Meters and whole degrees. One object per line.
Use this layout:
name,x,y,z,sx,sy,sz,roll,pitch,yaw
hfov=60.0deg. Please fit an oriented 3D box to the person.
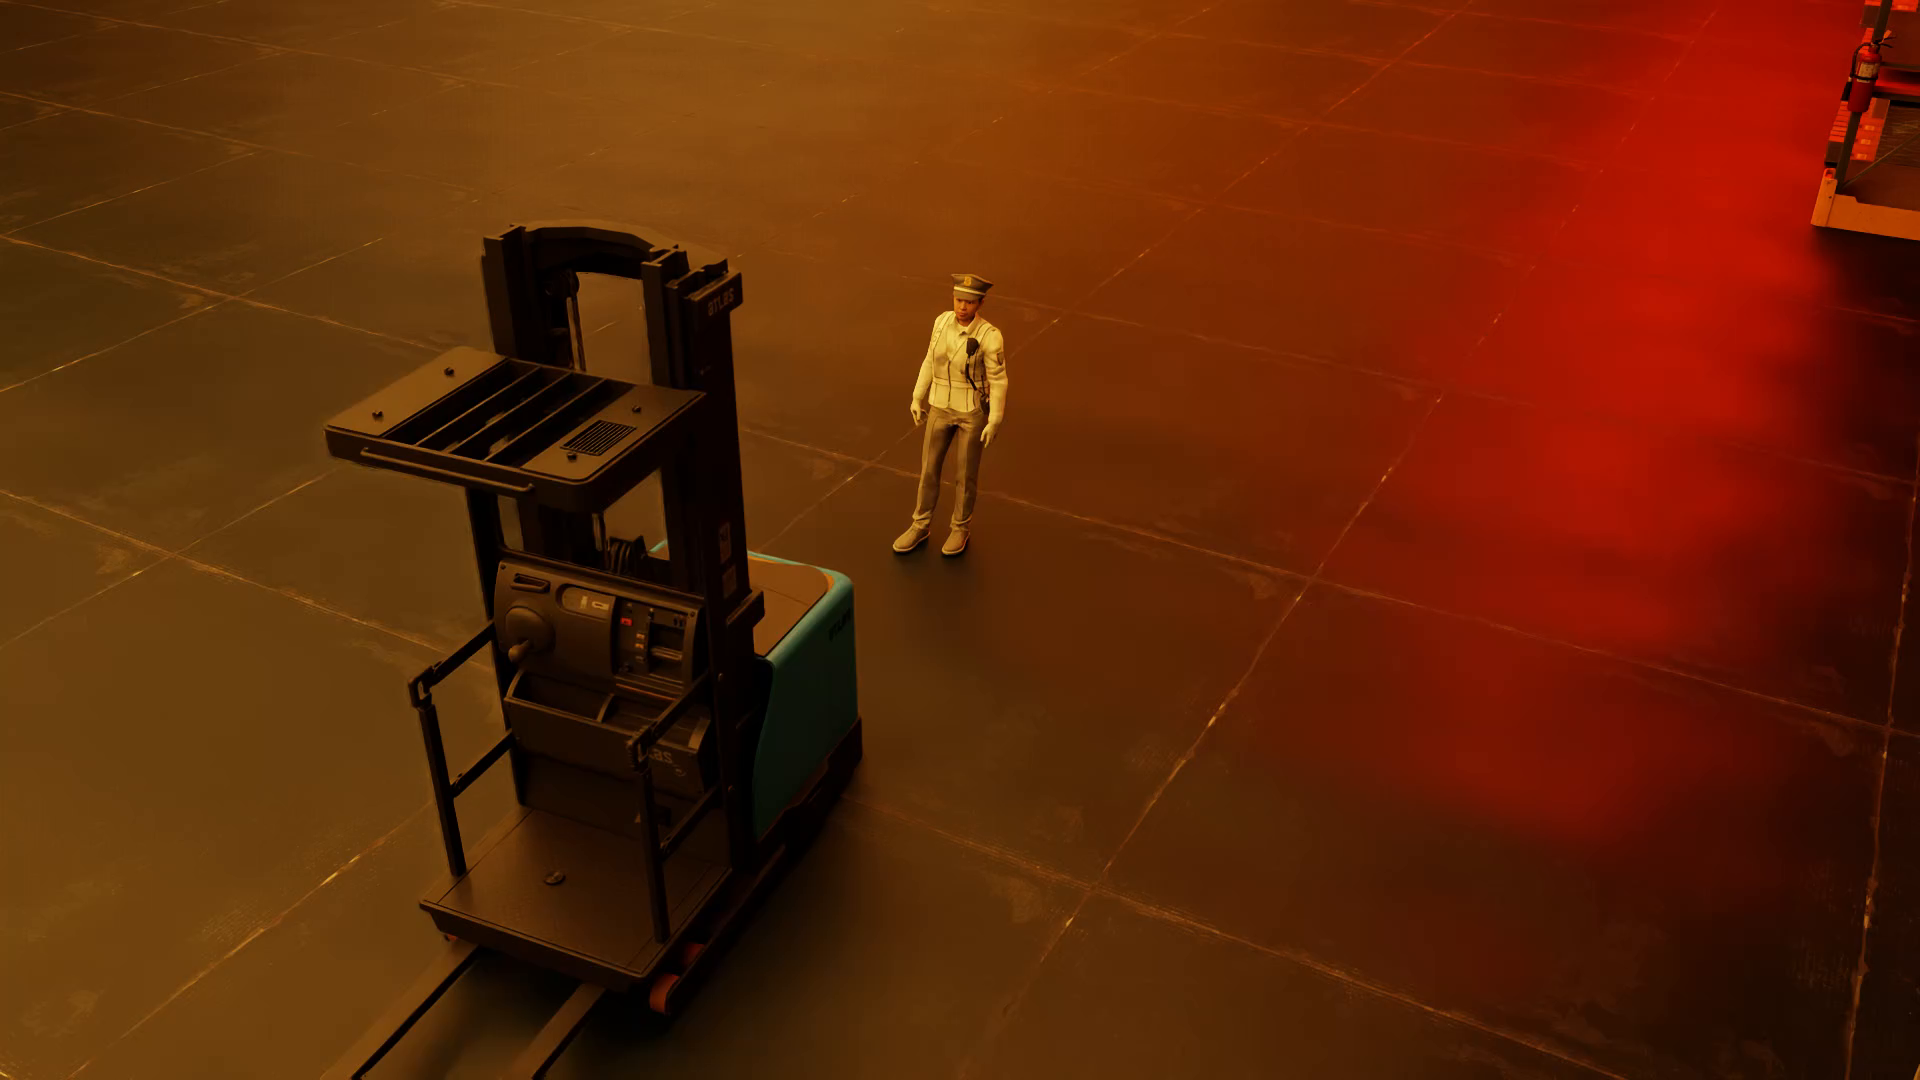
person,-0.039,-0.712,9.526,0.587,1.695,0.531,15,33,25

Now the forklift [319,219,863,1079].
forklift,-1.520,0.396,6.384,1.130,2.935,3.031,12,32,20
